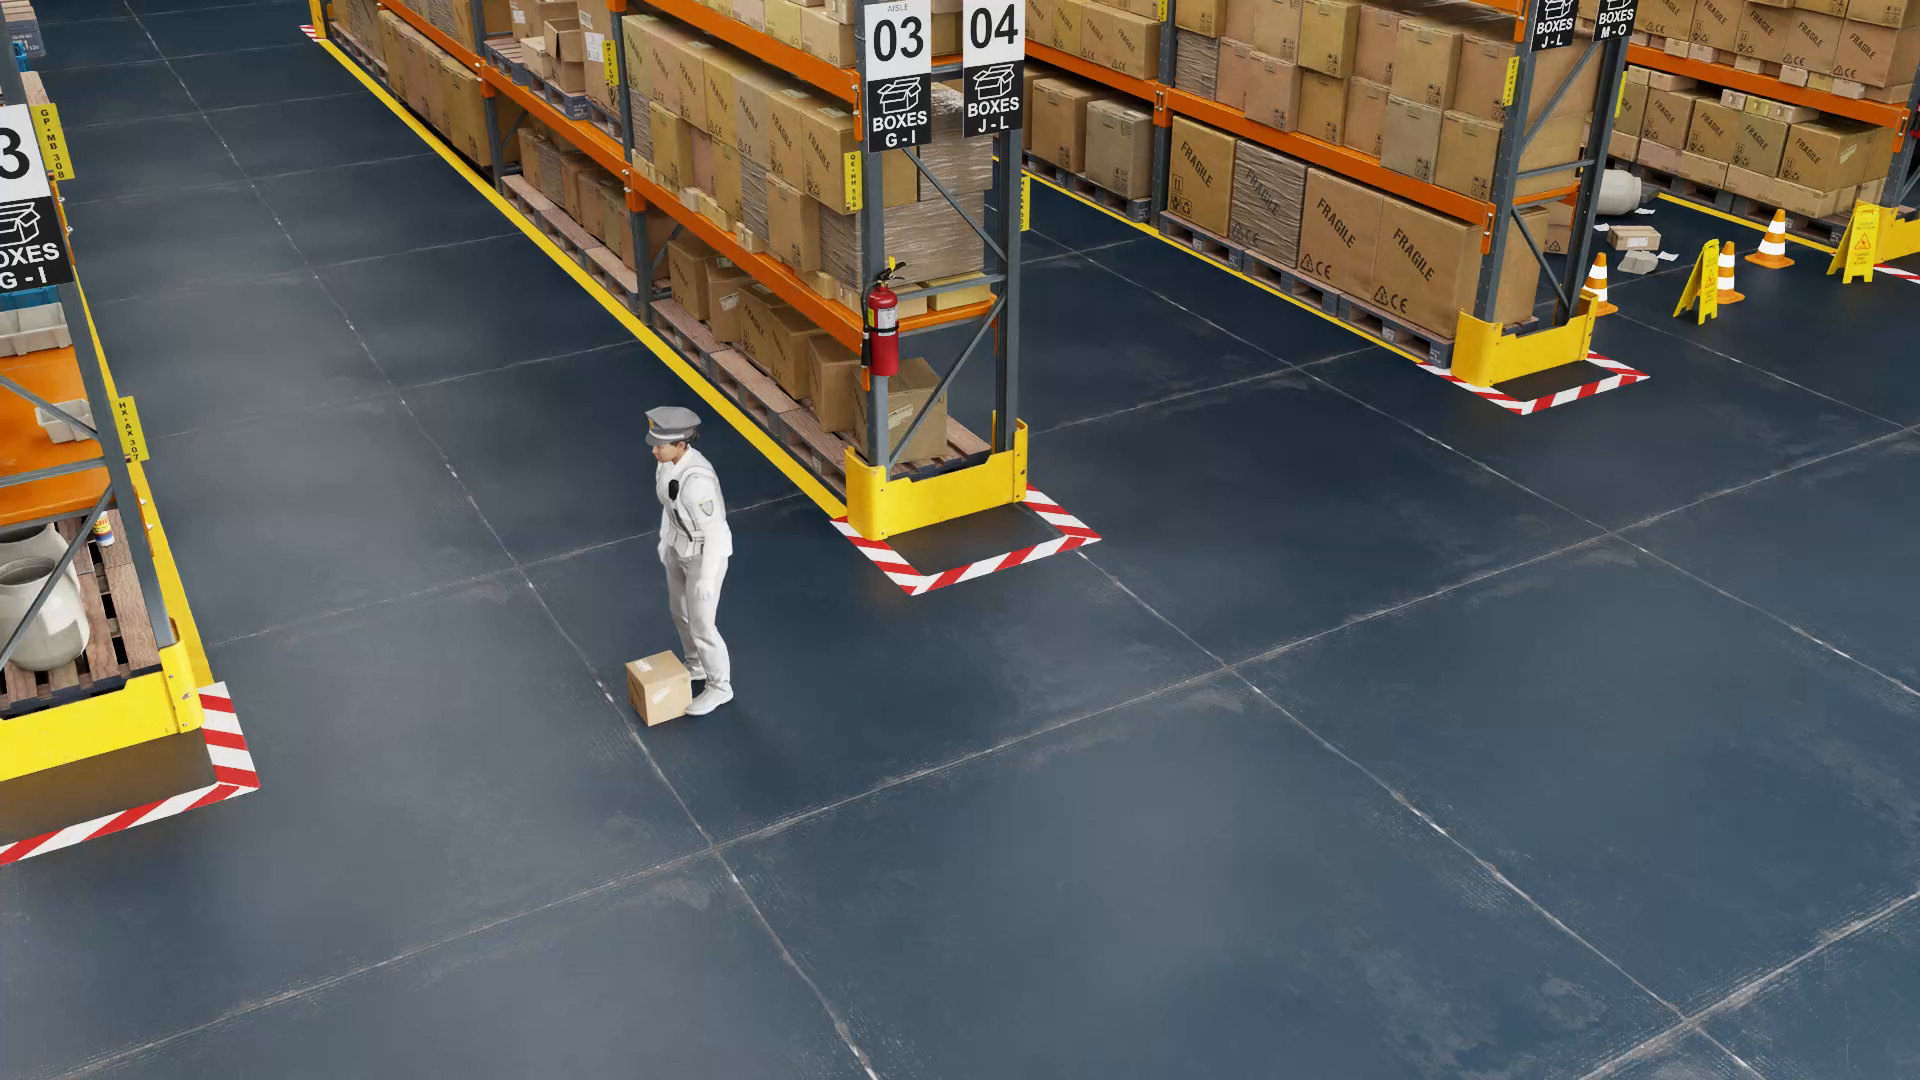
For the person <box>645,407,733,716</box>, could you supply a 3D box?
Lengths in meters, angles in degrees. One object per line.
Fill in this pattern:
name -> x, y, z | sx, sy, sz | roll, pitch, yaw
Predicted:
person -> -1.352, 0.090, 8.386 | 0.369, 1.667, 0.547 | -18, 34, -29
